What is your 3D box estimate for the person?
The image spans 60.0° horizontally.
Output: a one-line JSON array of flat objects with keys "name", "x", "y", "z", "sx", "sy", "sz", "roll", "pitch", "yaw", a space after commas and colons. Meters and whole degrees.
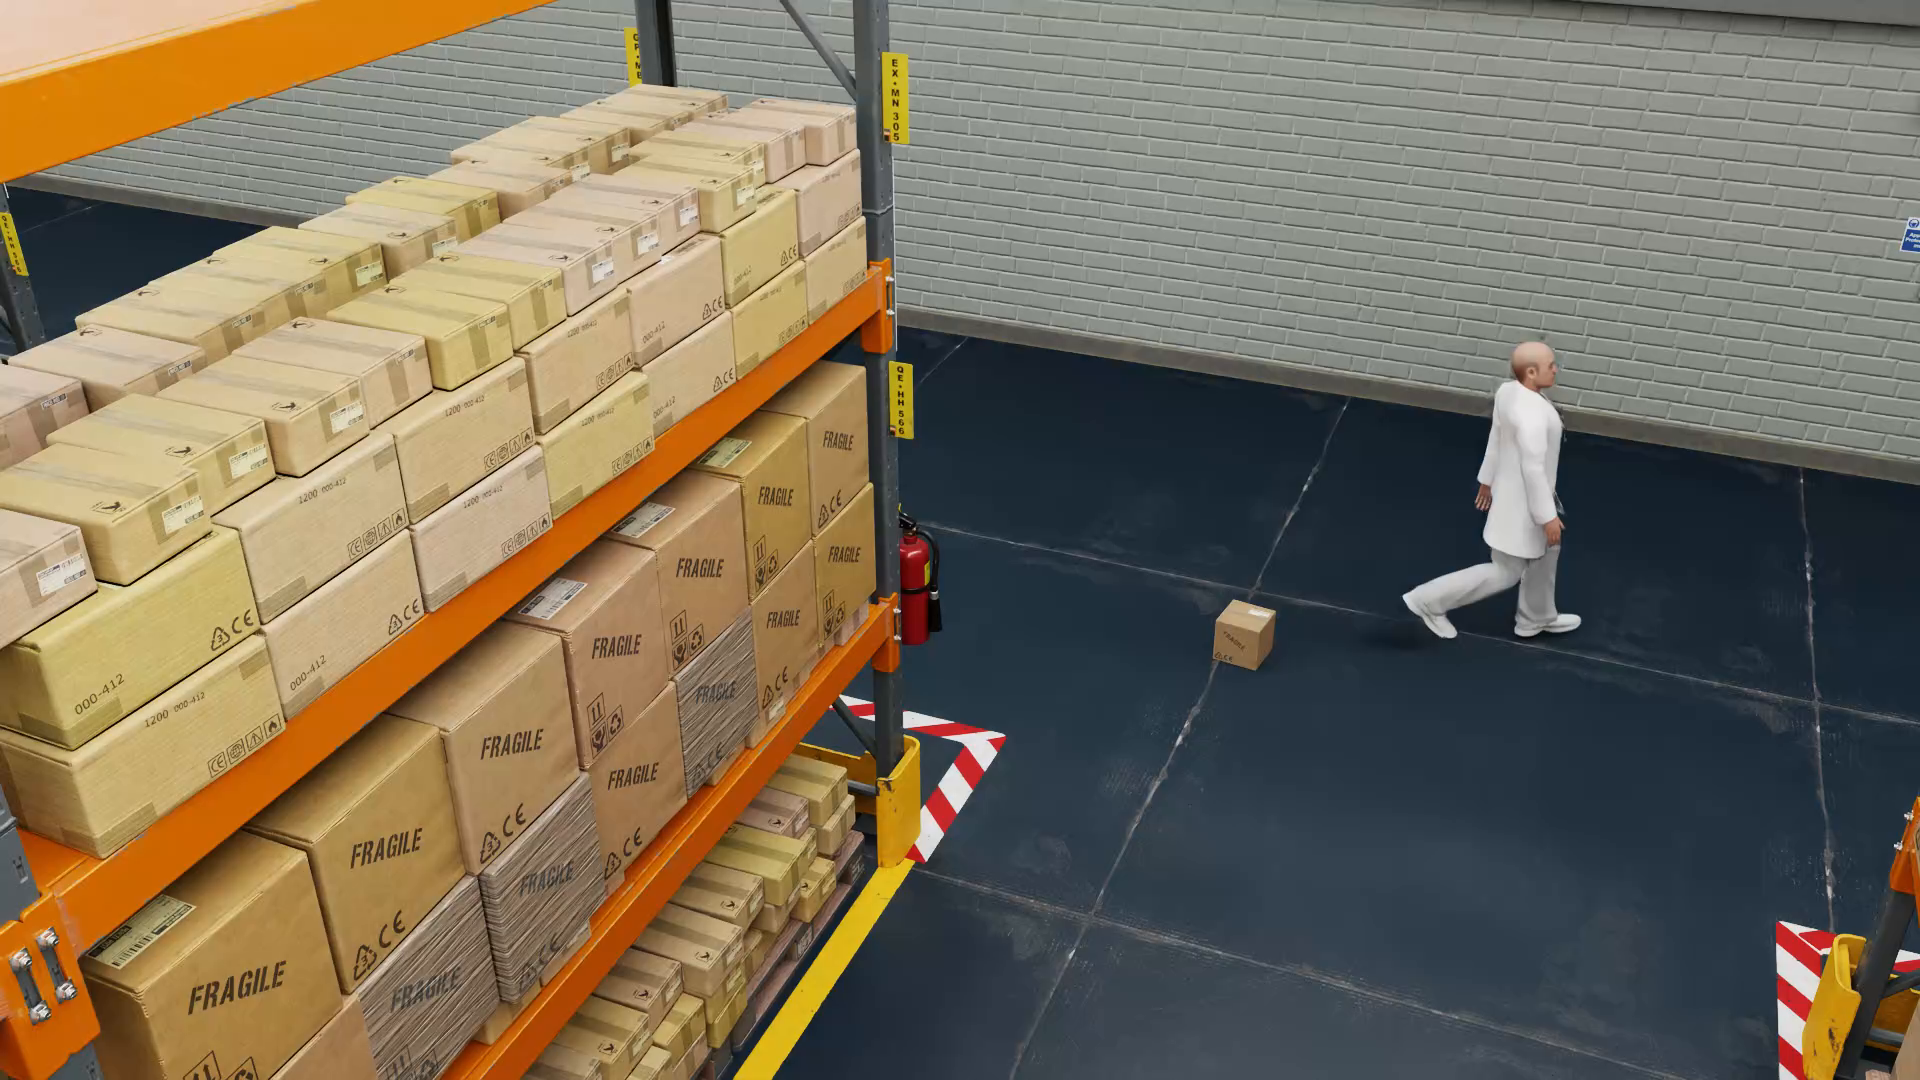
[{"name": "person", "x": 2.932, "y": -0.220, "z": 8.803, "sx": 1.024, "sy": 1.737, "sz": 0.618, "roll": 3, "pitch": 29, "yaw": 5}]
